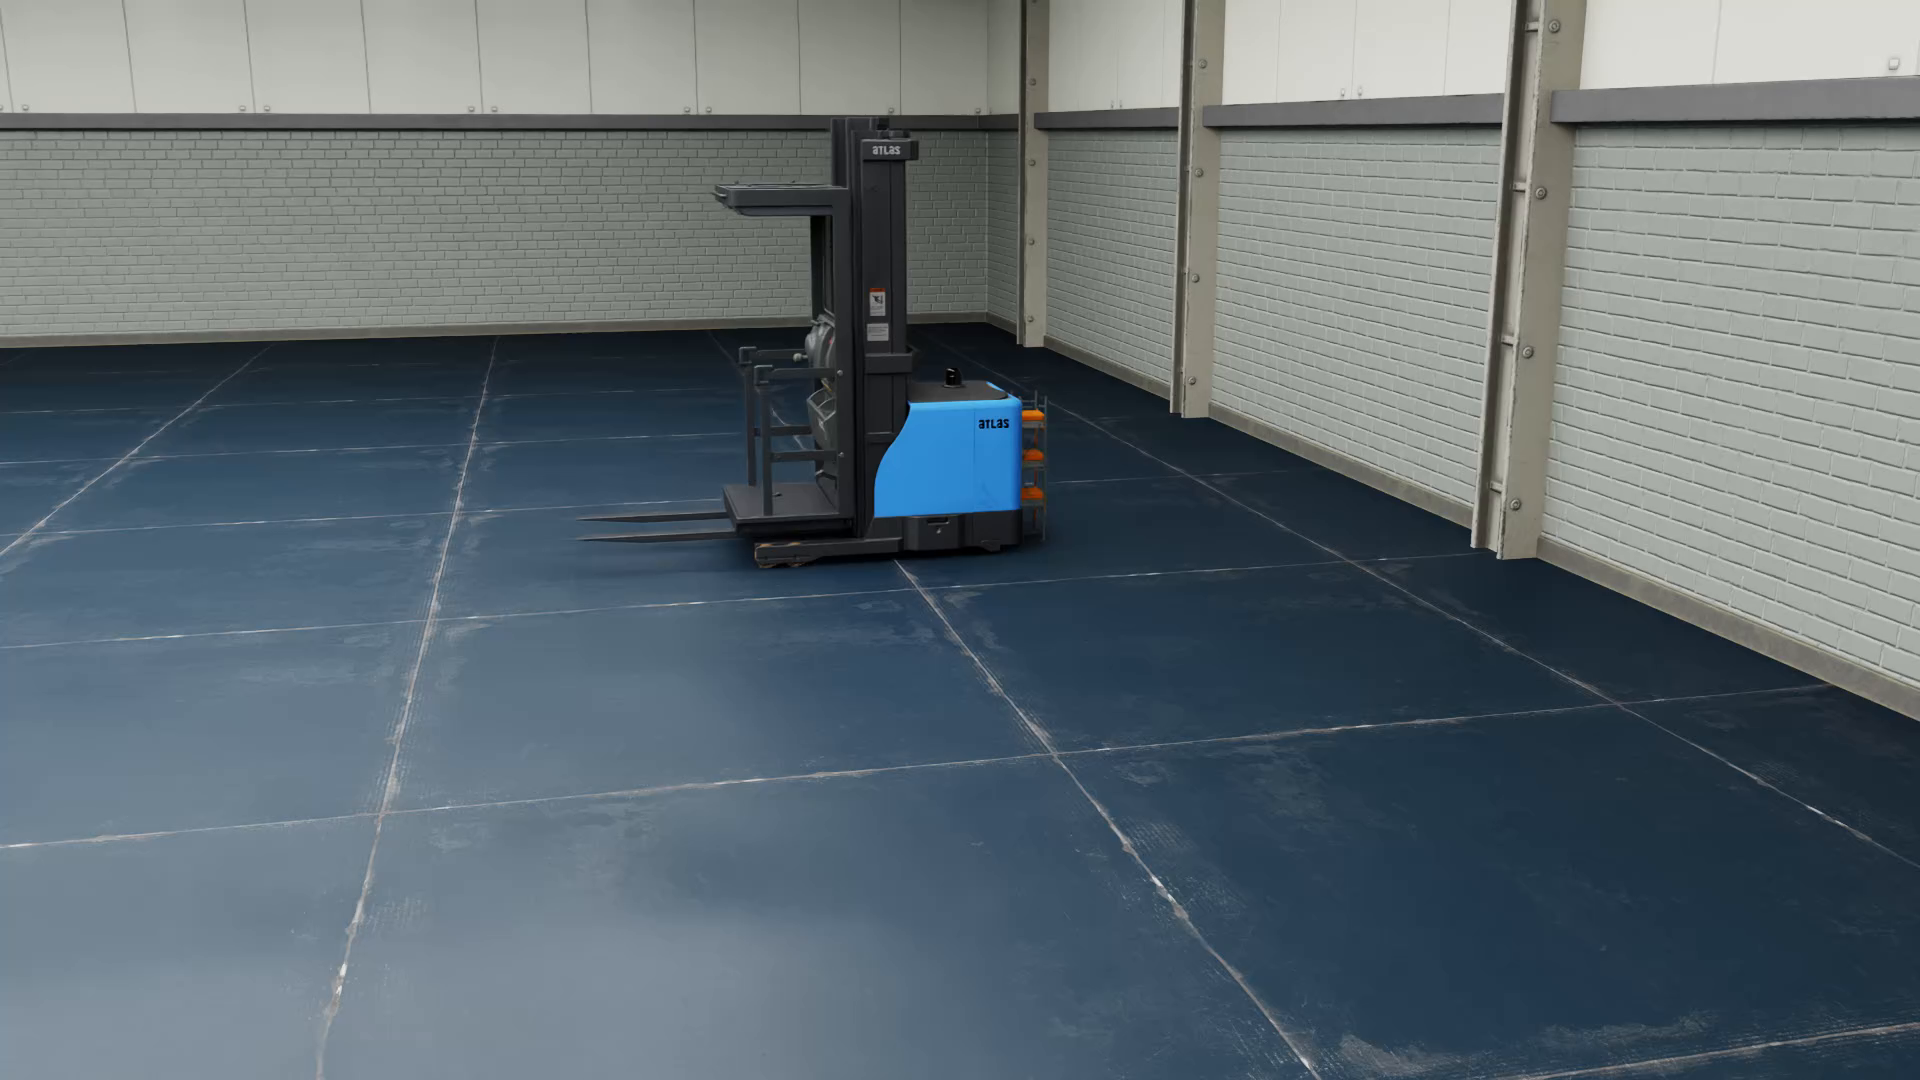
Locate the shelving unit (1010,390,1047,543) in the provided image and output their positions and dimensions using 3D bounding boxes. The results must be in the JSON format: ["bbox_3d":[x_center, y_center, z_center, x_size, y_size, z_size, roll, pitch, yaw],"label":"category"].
[{"bbox_3d":[0.483,-0.523,11.857,0.215,1.050,0.252,-3,14,-13],"label":"shelving unit"}]

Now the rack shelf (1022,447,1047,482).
[{"bbox_3d":[0.483,-0.513,11.860,0.215,0.259,0.240,-3,14,-13],"label":"rack shelf"}]

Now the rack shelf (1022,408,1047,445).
[{"bbox_3d":[0.483,-0.789,11.792,0.215,0.259,0.240,-3,14,-13],"label":"rack shelf"}]

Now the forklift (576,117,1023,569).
[{"bbox_3d":[-1.133,-1.370,11.357,3.031,2.935,1.130,-3,14,-13],"label":"forklift"}]

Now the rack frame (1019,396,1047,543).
[{"bbox_3d":[0.510,-0.495,11.742,0.200,1.050,0.008,-3,14,-13],"label":"rack frame"}]

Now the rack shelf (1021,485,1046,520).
[{"bbox_3d":[0.483,-0.243,11.925,0.215,0.259,0.240,-3,14,-13],"label":"rack shelf"}]

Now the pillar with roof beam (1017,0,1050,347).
[{"bbox_3d":[-3.202,-6.820,20.880,9.100,9.000,0.400,-3,14,-13],"label":"pillar with roof beam"}]

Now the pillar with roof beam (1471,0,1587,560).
[{"bbox_3d":[-0.383,-4.051,9.549,9.100,9.000,0.400,-3,14,-13],"label":"pillar with roof beam"}]

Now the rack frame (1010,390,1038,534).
[{"bbox_3d":[0.456,-0.552,11.973,0.200,1.050,0.008,-3,14,-13],"label":"rack frame"}]

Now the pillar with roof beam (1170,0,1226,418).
[{"bbox_3d":[-1.792,-5.436,15.215,9.100,9.000,0.400,-3,14,-13],"label":"pillar with roof beam"}]
